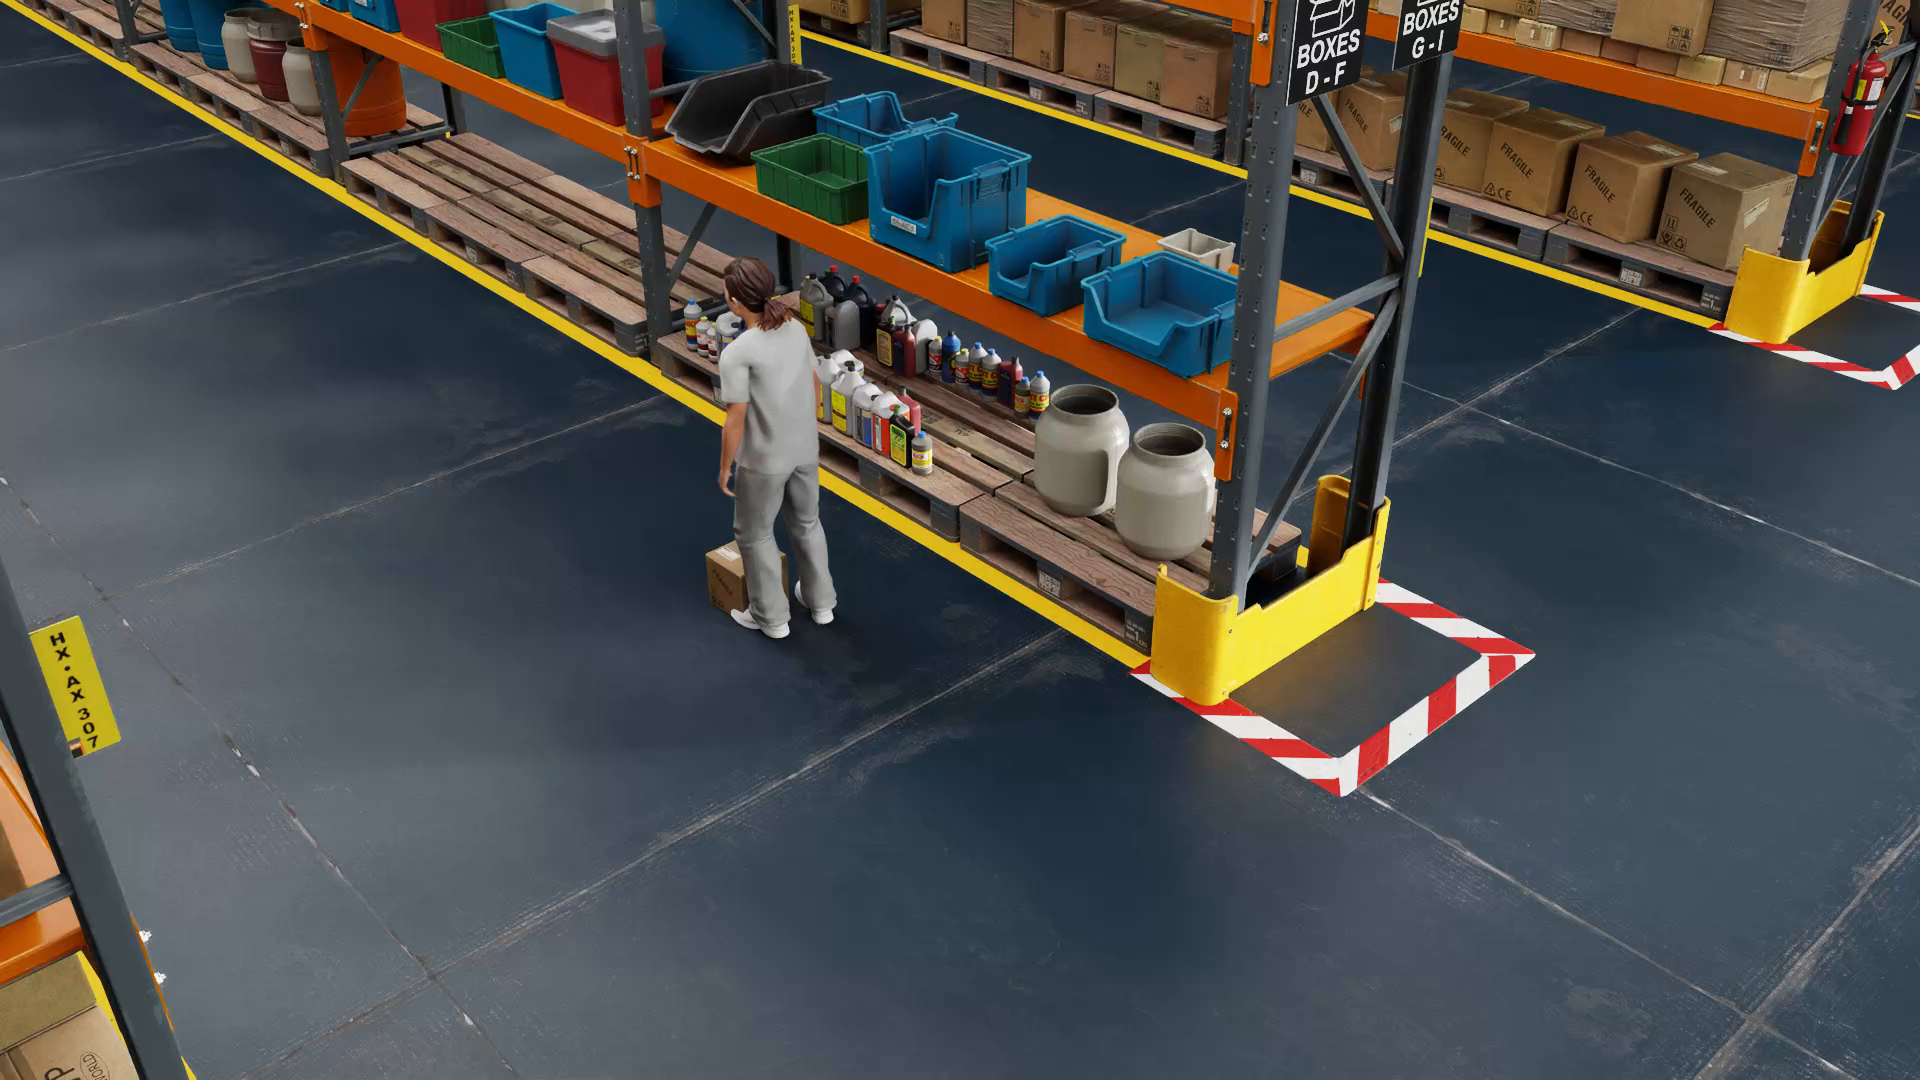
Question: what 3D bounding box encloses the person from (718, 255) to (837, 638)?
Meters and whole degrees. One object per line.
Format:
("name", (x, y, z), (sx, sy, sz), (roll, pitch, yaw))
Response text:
("person", (-0.769, -0.353, 6.705), (0.407, 1.673, 0.511), (28, 41, 37))
